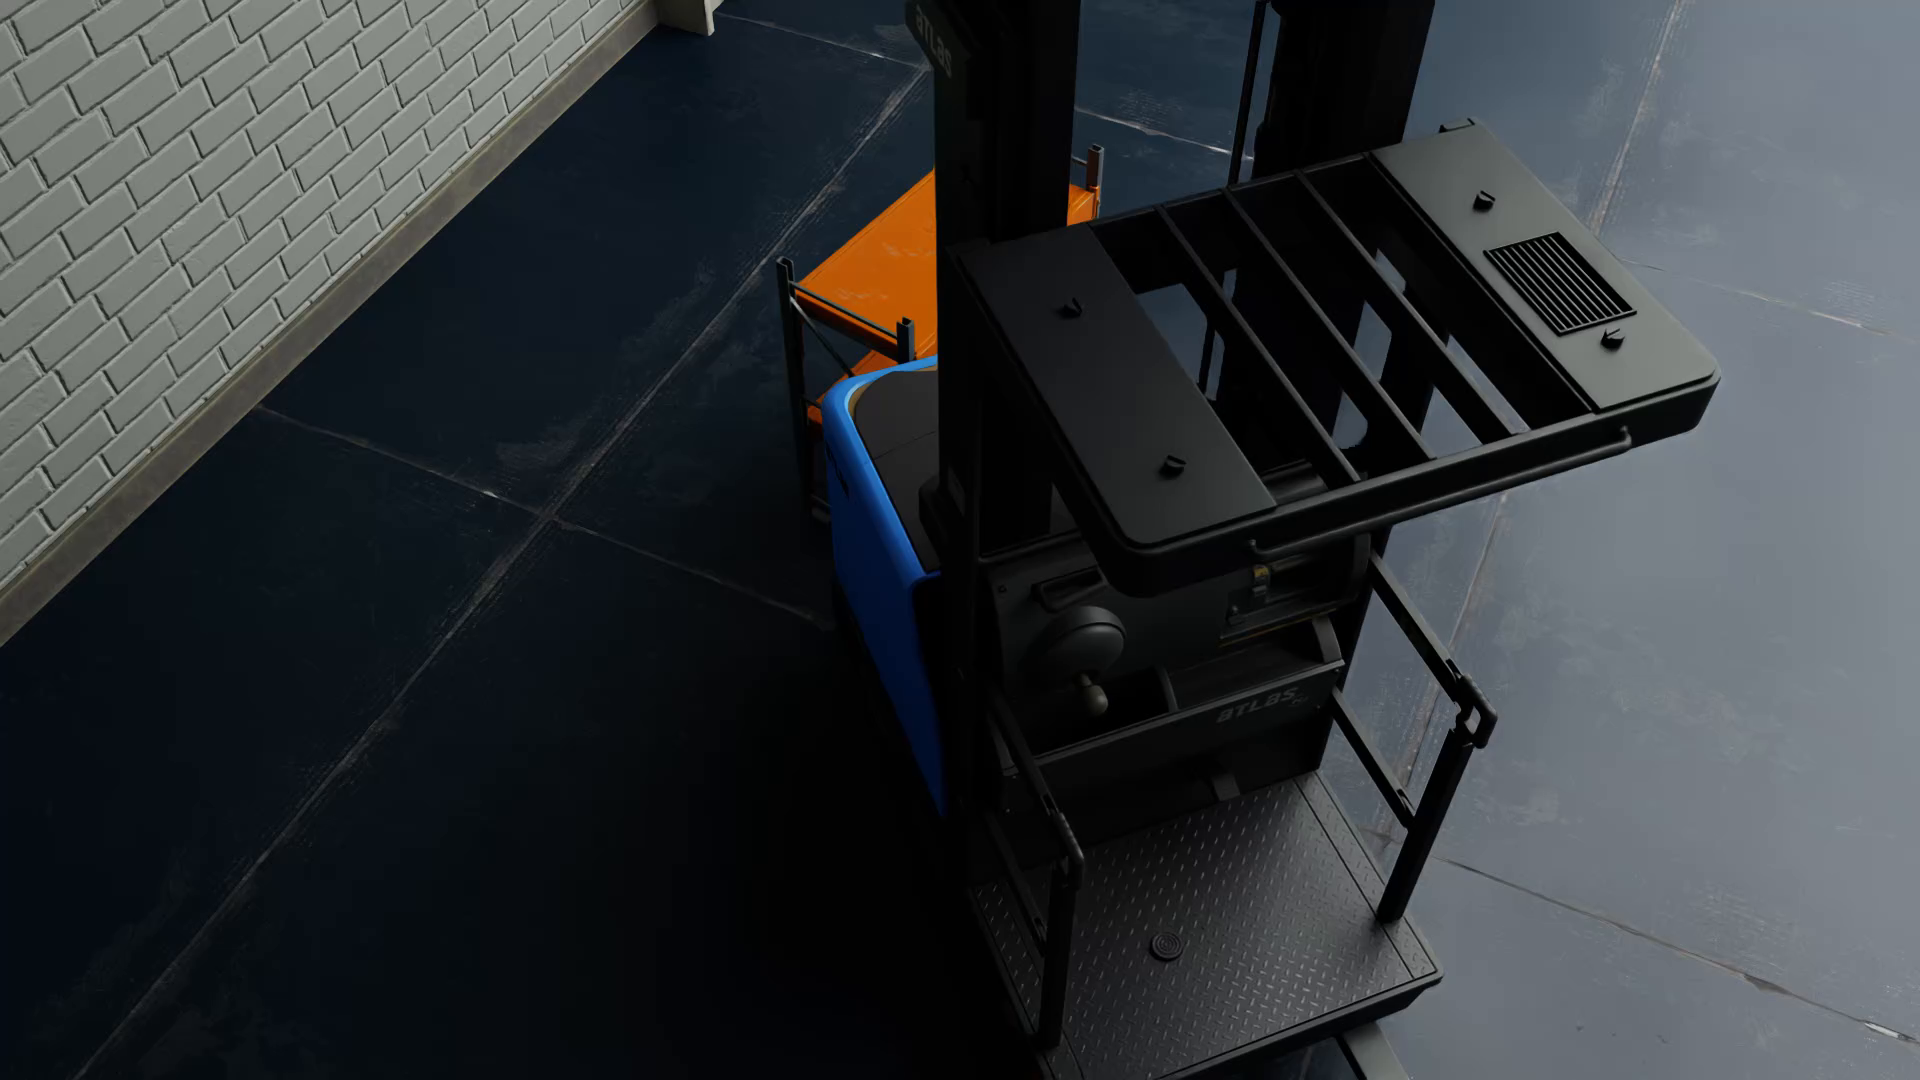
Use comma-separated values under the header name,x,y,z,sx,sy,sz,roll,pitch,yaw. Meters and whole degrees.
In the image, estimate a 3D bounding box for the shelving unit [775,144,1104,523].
name,x,y,z,sx,sy,sz,roll,pitch,yaw
shelving unit,-0.045,-0.683,5.593,0.538,1.125,1.048,29,55,22

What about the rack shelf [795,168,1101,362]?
name,x,y,z,sx,sy,sz,roll,pitch,yaw
rack shelf,-0.045,-0.873,5.370,0.538,0.278,1.000,29,55,22

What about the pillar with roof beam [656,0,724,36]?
name,x,y,z,sx,sy,sz,roll,pitch,yaw
pillar with roof beam,2.667,-4.049,3.286,9.100,9.000,0.400,20,52,16

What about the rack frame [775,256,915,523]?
name,x,y,z,sx,sy,sz,roll,pitch,yaw
rack frame,-0.343,-0.370,5.326,0.500,1.125,0.032,29,55,22

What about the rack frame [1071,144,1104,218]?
name,x,y,z,sx,sy,sz,roll,pitch,yaw
rack frame,0.253,-0.997,5.860,0.500,1.125,0.032,29,55,22

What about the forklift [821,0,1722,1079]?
name,x,y,z,sx,sy,sz,roll,pitch,yaw
forklift,0.590,0.221,3.637,1.130,2.935,3.031,-16,52,-13

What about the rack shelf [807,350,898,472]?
name,x,y,z,sx,sy,sz,roll,pitch,yaw
rack shelf,-0.045,-0.525,5.779,0.538,0.278,1.000,29,55,22
